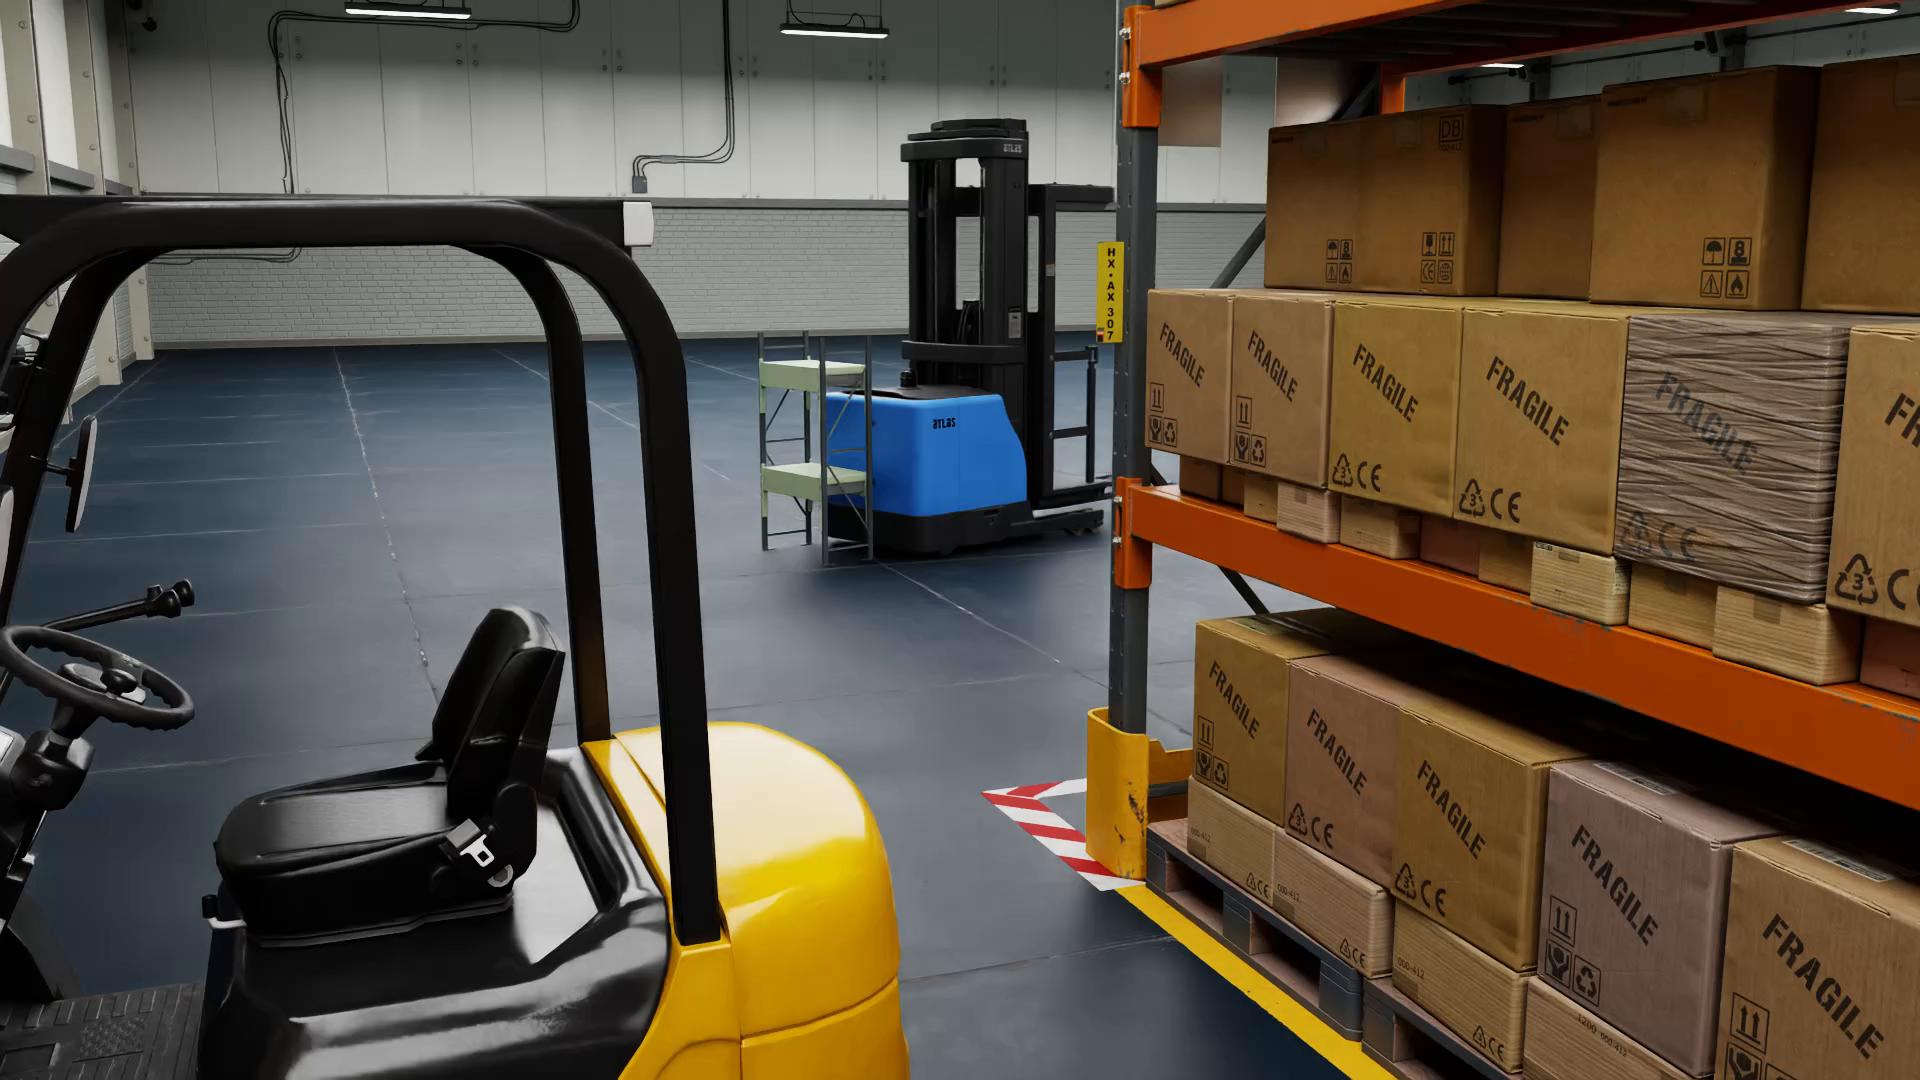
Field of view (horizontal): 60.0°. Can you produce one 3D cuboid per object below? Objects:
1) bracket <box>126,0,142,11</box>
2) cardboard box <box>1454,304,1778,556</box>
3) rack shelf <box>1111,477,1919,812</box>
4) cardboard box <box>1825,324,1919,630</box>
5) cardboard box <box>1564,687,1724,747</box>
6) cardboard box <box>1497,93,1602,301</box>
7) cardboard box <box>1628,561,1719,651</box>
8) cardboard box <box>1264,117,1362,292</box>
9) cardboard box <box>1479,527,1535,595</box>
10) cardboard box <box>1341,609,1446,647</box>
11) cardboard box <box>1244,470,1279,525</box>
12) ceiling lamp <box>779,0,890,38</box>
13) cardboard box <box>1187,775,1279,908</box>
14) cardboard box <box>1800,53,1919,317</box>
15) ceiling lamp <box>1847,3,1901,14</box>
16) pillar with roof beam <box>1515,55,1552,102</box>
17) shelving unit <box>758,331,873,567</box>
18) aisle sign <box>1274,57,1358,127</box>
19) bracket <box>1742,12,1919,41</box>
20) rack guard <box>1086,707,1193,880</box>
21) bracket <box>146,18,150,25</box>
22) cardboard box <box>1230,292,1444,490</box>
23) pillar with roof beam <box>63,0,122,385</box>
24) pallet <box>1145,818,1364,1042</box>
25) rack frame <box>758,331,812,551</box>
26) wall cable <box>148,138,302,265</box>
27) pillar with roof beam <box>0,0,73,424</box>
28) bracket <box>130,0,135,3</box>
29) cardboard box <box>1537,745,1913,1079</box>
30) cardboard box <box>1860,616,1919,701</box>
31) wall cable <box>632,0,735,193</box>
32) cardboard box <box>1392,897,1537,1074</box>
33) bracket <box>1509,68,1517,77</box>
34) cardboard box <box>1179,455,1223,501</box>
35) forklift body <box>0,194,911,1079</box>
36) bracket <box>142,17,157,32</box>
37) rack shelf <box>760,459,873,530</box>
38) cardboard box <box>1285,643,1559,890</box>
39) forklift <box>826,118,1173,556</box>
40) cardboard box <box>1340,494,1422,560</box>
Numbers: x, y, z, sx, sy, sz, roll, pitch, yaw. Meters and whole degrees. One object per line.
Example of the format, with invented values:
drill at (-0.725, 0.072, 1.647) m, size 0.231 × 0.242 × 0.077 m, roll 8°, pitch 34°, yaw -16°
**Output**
bracket at (-14.603, -9.508, 29.401) m, size 0.235 × 0.232 × 0.430 m, roll -4°, pitch 11°, yaw -21°
cardboard box at (1.481, -0.268, 3.728) m, size 0.500 × 0.500 × 0.500 m, roll -4°, pitch 11°, yaw -22°
rack shelf at (1.724, 0.263, 3.929) m, size 1.077 × 0.370 × 4.000 m, roll -4°, pitch 11°, yaw -21°
cardboard box at (1.863, -0.100, 2.785) m, size 0.500 × 0.500 × 0.500 m, roll -4°, pitch 11°, yaw -19°
cardboard box at (1.901, 0.642, 4.254) m, size 0.500 × 0.500 × 0.500 m, roll -4°, pitch 11°, yaw -22°
cardboard box at (1.845, -0.876, 4.290) m, size 0.700 × 0.500 × 0.500 m, roll -4°, pitch 11°, yaw -22°
cardboard box at (1.612, 0.117, 3.416) m, size 0.380 × 0.149 × 0.250 m, roll -4°, pitch 11°, yaw -22°
cardboard box at (1.388, -1.036, 5.188) m, size 0.700 × 0.500 × 0.500 m, roll -4°, pitch 11°, yaw -22°
cardboard box at (1.449, 0.032, 3.891) m, size 0.380 × 0.149 × 0.250 m, roll -4°, pitch 11°, yaw -22°
cardboard box at (1.533, 0.475, 5.198) m, size 0.500 × 0.500 × 0.500 m, roll -4°, pitch 11°, yaw -21°
cardboard box at (1.055, -0.136, 4.839) m, size 0.380 × 0.149 × 0.250 m, roll -4°, pitch 11°, yaw -23°
ceiling lamp at (-2.370, -10.795, 30.244) m, size 2.000 × 3.185 × 0.800 m, roll -4°, pitch 11°, yaw -21°
cardboard box at (1.034, 0.879, 5.067) m, size 0.500 × 0.250 × 0.500 m, roll -4°, pitch 11°, yaw -21°
cardboard box at (2.170, -0.706, 3.337) m, size 0.700 × 0.500 × 0.500 m, roll -4°, pitch 11°, yaw -22°
ceiling lamp at (14.353, -10.222, 27.022) m, size 2.000 × 3.185 × 0.800 m, roll -4°, pitch 11°, yaw -21°
pillar with roof beam at (10.262, -9.507, 39.673) m, size 9.100 × 9.000 × 0.548 m, roll -4°, pitch 11°, yaw -21°
shelving unit at (-0.977, -0.637, 11.217) m, size 0.431 × 1.500 × 0.755 m, roll -8°, pitch 13°, yaw -39°
aisle sign at (1.247, -1.726, 5.634) m, size 0.394 × 0.787 × 0.004 m, roll -4°, pitch 11°, yaw -21°
bracket at (17.202, -10.062, 32.516) m, size 0.076 × 0.066 × 4.783 m, roll -4°, pitch 11°, yaw -21°
rack guard at (1.027, 0.826, 5.851) m, size 1.175 × 0.500 × 0.348 m, roll -4°, pitch 11°, yaw -21°
bracket at (-15.549, -9.934, 31.795) m, size 0.076 × 0.066 × 3.189 m, roll -4°, pitch 11°, yaw -21°
cardboard box at (1.103, -0.434, 4.659) m, size 0.500 × 0.500 × 0.500 m, roll -4°, pitch 11°, yaw -19°
pillar with roof beam at (-8.898, -7.075, 26.000) m, size 9.100 × 9.000 × 0.548 m, roll -4°, pitch 11°, yaw -21°
pallet at (1.288, 1.103, 5.118) m, size 1.003 × 0.211 × 1.213 m, roll -4°, pitch 11°, yaw -21°
rack frame at (-1.208, -0.686, 11.497) m, size 0.400 × 1.500 × 0.023 m, roll -8°, pitch 13°, yaw -39°
wall cable at (-14.920, -6.817, 33.417) m, size 3.097 × 2.526 × 0.112 m, roll -4°, pitch 11°, yaw -21°
pillar with roof beam at (-6.724, -6.096, 20.494) m, size 9.100 × 9.000 × 0.400 m, roll -4°, pitch 11°, yaw -21°
bracket at (-13.670, -9.088, 27.036) m, size 0.076 × 0.066 × 4.783 m, roll -4°, pitch 11°, yaw -21°
cardboard box at (1.612, 0.768, 3.550) m, size 0.500 × 0.500 × 0.500 m, roll -3°, pitch 11°, yaw -18°
cardboard box at (1.852, 0.197, 2.966) m, size 0.380 × 0.149 × 0.250 m, roll -4°, pitch 11°, yaw -22°
wall cable at (-6.066, -10.620, 36.220) m, size 2.305 × 6.003 × 0.169 m, roll -4°, pitch 11°, yaw -21°
cardboard box at (1.421, 1.051, 4.099) m, size 0.500 × 0.250 × 0.500 m, roll -3°, pitch 11°, yaw -17°
bracket at (13.793, -11.598, 41.147) m, size 0.235 × 0.232 × 0.430 m, roll -4°, pitch 11°, yaw -21°
cardboard box at (0.929, -0.225, 5.338) m, size 0.380 × 0.149 × 0.250 m, roll -4°, pitch 11°, yaw -21°
forklift body at (-1.238, 0.510, 2.912) m, size 2.313 × 2.155 × 1.214 m, roll -4°, pitch 11°, yaw -21°
bracket at (-15.763, -10.031, 32.337) m, size 0.235 × 0.232 × 0.430 m, roll -4°, pitch 11°, yaw -21°
rack shelf at (-0.977, -0.316, 11.275) m, size 0.431 × 0.370 × 0.720 m, roll -8°, pitch 13°, yaw -39°
cardboard box at (1.237, 0.599, 4.501) m, size 0.500 × 0.500 × 0.500 m, roll -4°, pitch 11°, yaw -23°
forklift at (0.415, -1.537, 12.189) m, size 1.130 × 2.935 × 3.031 m, roll 10°, pitch 14°, yaw 43°
cardboard box at (1.229, -0.052, 4.364) m, size 0.380 × 0.149 × 0.250 m, roll -4°, pitch 11°, yaw -19°
